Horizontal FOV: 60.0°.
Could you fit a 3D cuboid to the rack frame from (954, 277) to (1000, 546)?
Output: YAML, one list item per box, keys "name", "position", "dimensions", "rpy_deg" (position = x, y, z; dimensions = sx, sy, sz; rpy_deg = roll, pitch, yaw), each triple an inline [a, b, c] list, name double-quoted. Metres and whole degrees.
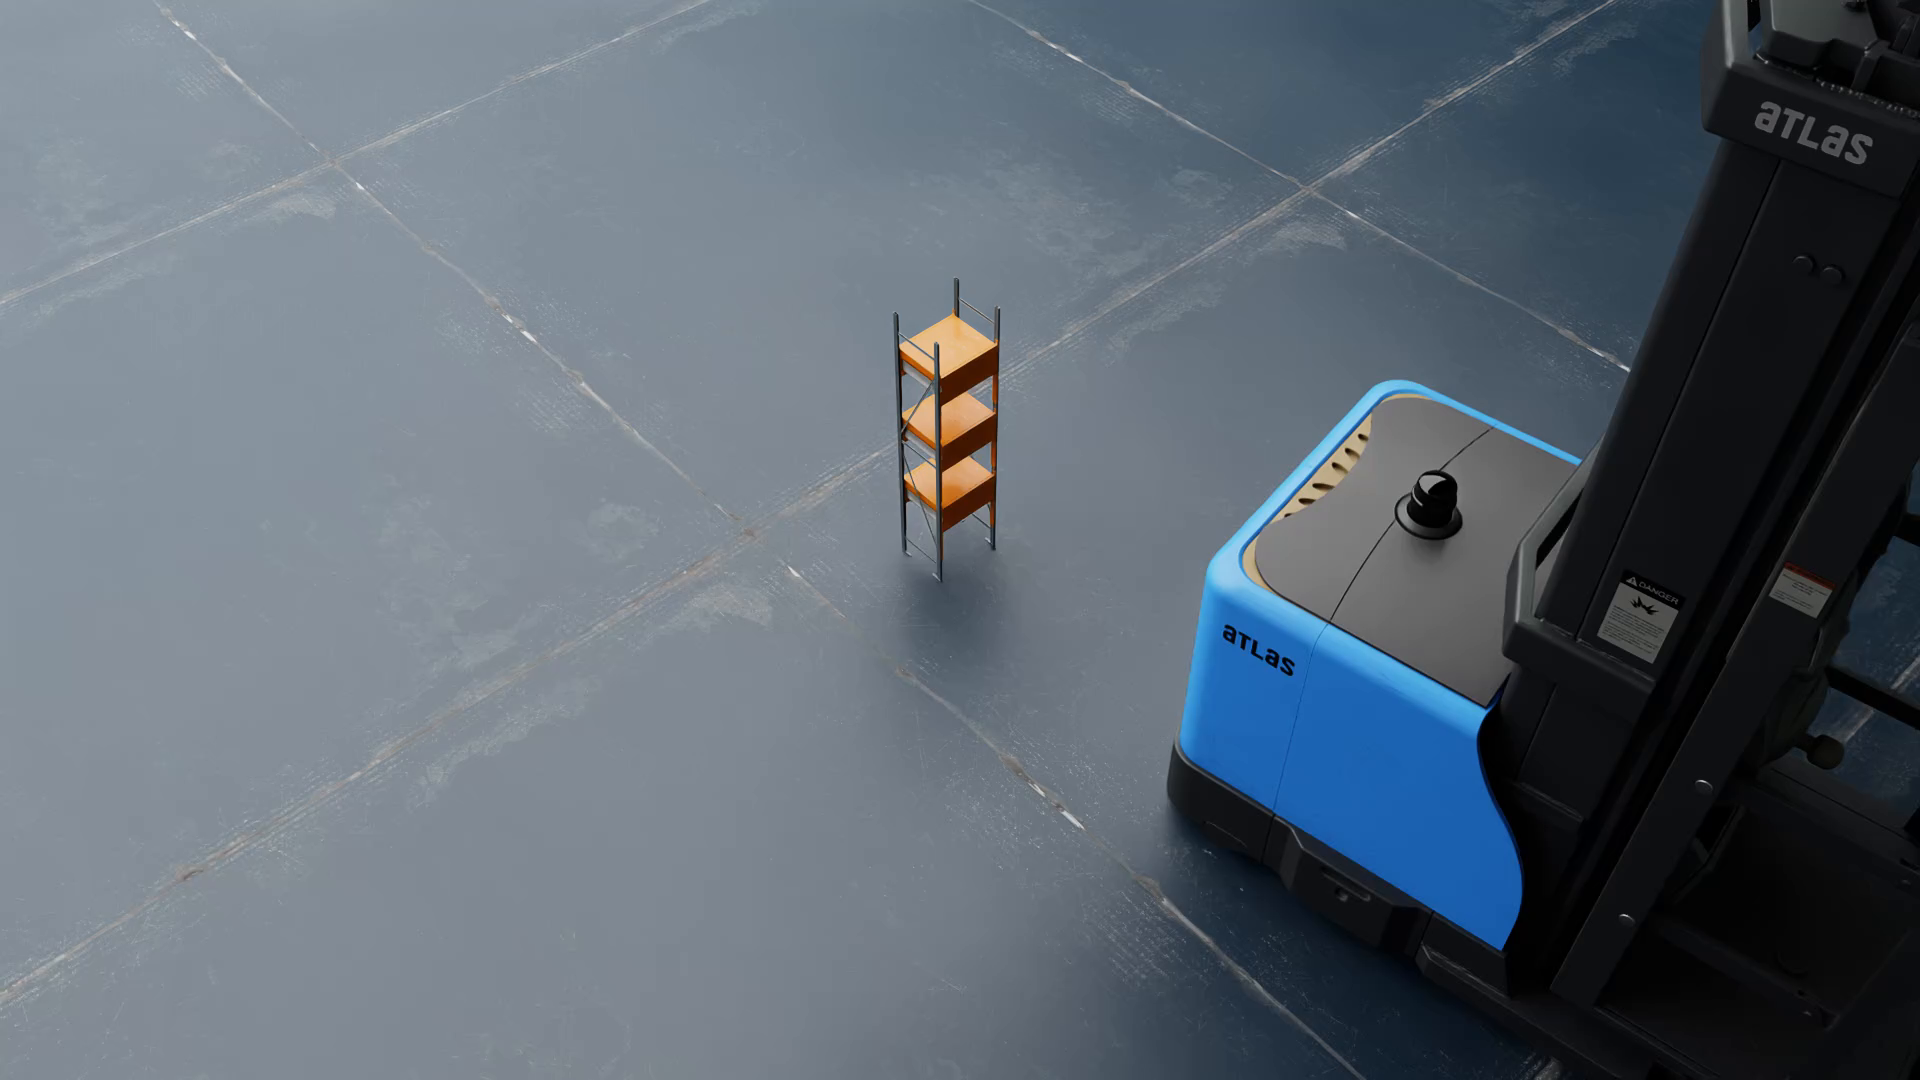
- name: "rack frame"
  position: [0.051, -0.390, 5.395]
  dimensions: [0.008, 1.050, 0.200]
  rpy_deg: [-34, 56, -27]

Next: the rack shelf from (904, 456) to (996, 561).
- name: "rack shelf"
  position: [-0.040, -0.134, 5.552]
  dimensions: [0.240, 0.259, 0.215]
  rpy_deg: [-34, 56, -27]

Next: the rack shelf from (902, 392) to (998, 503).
- name: "rack shelf"
  position: [-0.040, -0.322, 5.348]
  dimensions: [0.240, 0.259, 0.215]
  rpy_deg: [-34, 56, -27]

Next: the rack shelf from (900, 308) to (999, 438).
- name: "rack shelf"
  position: [-0.040, -0.515, 5.139]
  dimensions: [0.240, 0.259, 0.215]
  rpy_deg: [-34, 56, -27]

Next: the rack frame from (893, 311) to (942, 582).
- name: "rack frame"
  position: [-0.130, -0.269, 5.284]
  dimensions: [0.008, 1.050, 0.200]
  rpy_deg: [-34, 56, -27]

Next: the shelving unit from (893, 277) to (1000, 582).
- name: "shelving unit"
  position: [-0.040, -0.330, 5.340]
  dimensions: [0.252, 1.050, 0.215]
  rpy_deg: [-34, 56, -27]

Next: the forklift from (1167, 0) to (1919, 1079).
- name: "forklift"
  position: [2.085, 0.205, 3.566]
  dimensions: [3.031, 2.935, 1.130]
  rpy_deg: [30, 54, 25]
